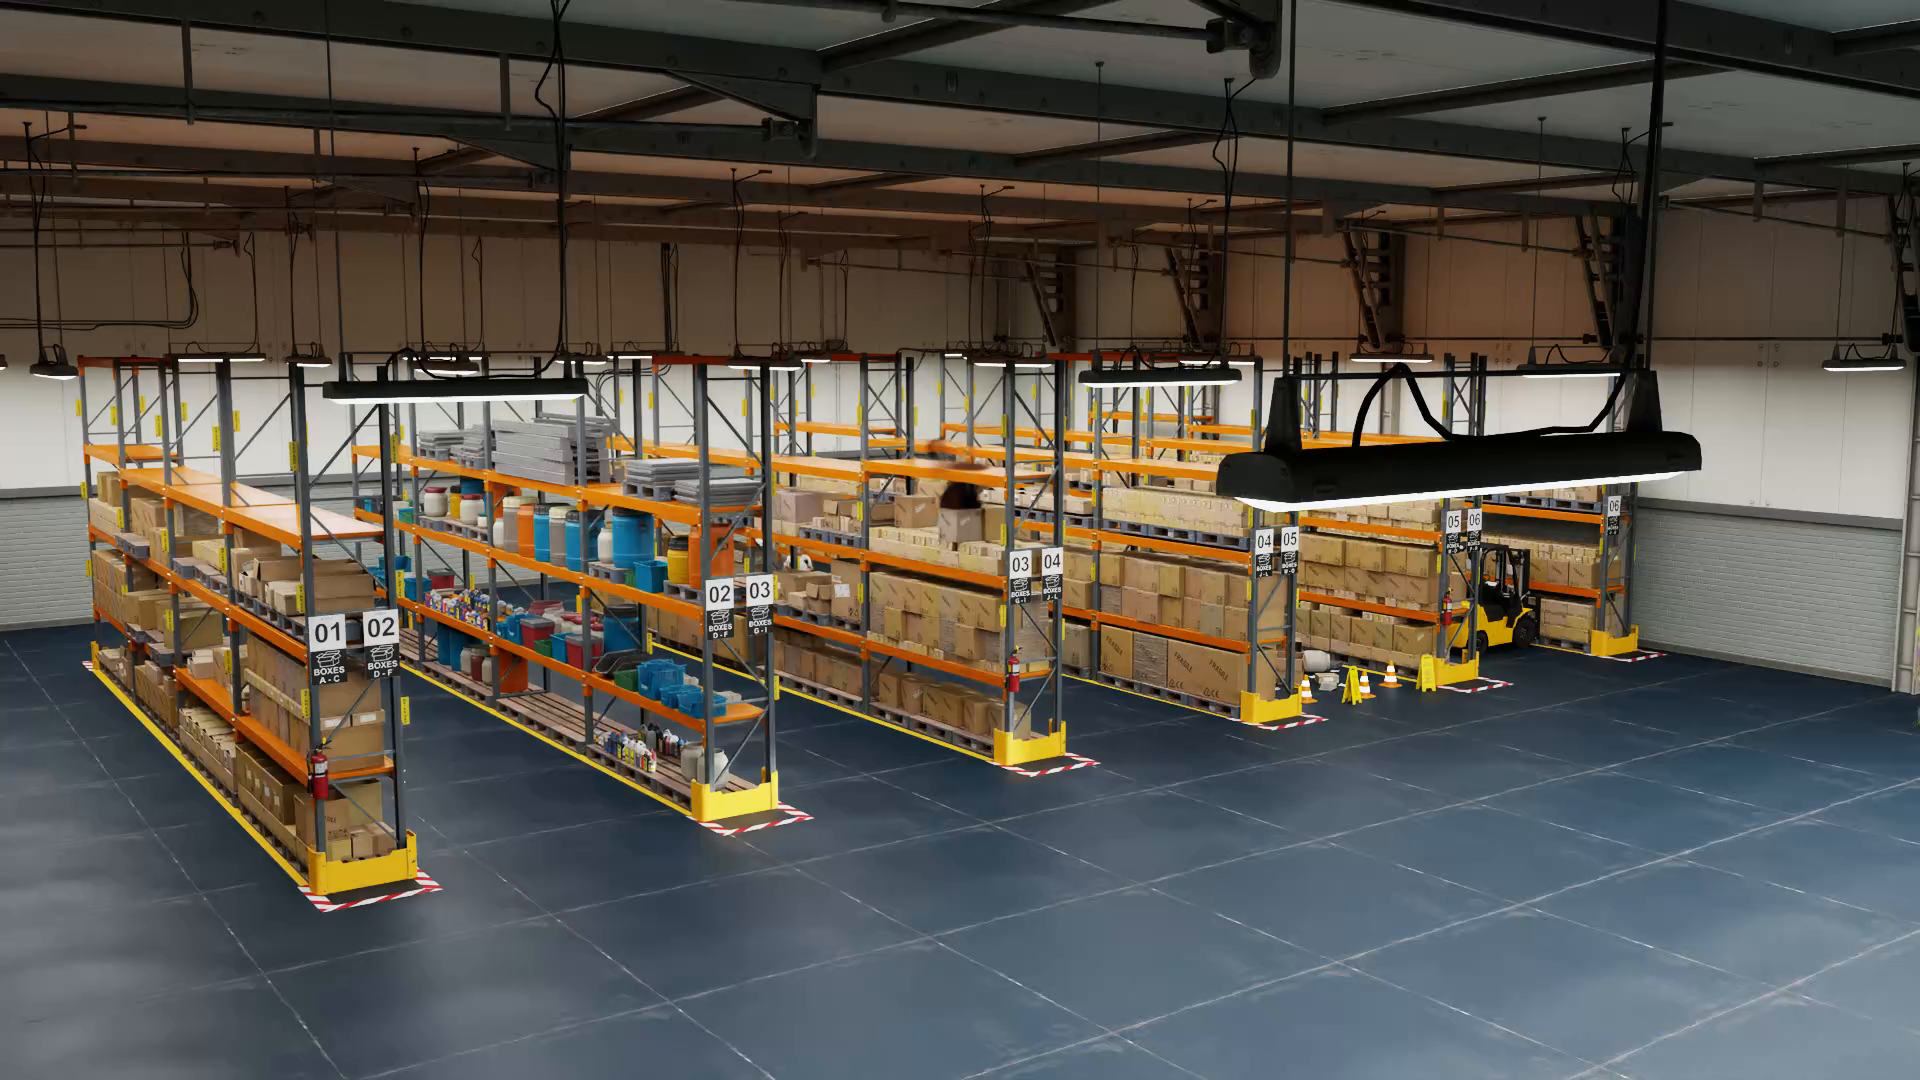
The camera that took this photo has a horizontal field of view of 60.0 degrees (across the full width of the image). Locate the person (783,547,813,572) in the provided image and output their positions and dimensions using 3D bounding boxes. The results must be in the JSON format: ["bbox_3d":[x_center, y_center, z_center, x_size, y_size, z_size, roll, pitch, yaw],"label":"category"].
[{"bbox_3d":[-3.577,0.953,37.149,0.645,1.805,0.913,-4,8,-28],"label":"person"}]

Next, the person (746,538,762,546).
[{"bbox_3d":[-5.146,0.495,41.418,0.671,1.659,0.700,5,8,33],"label":"person"}]
